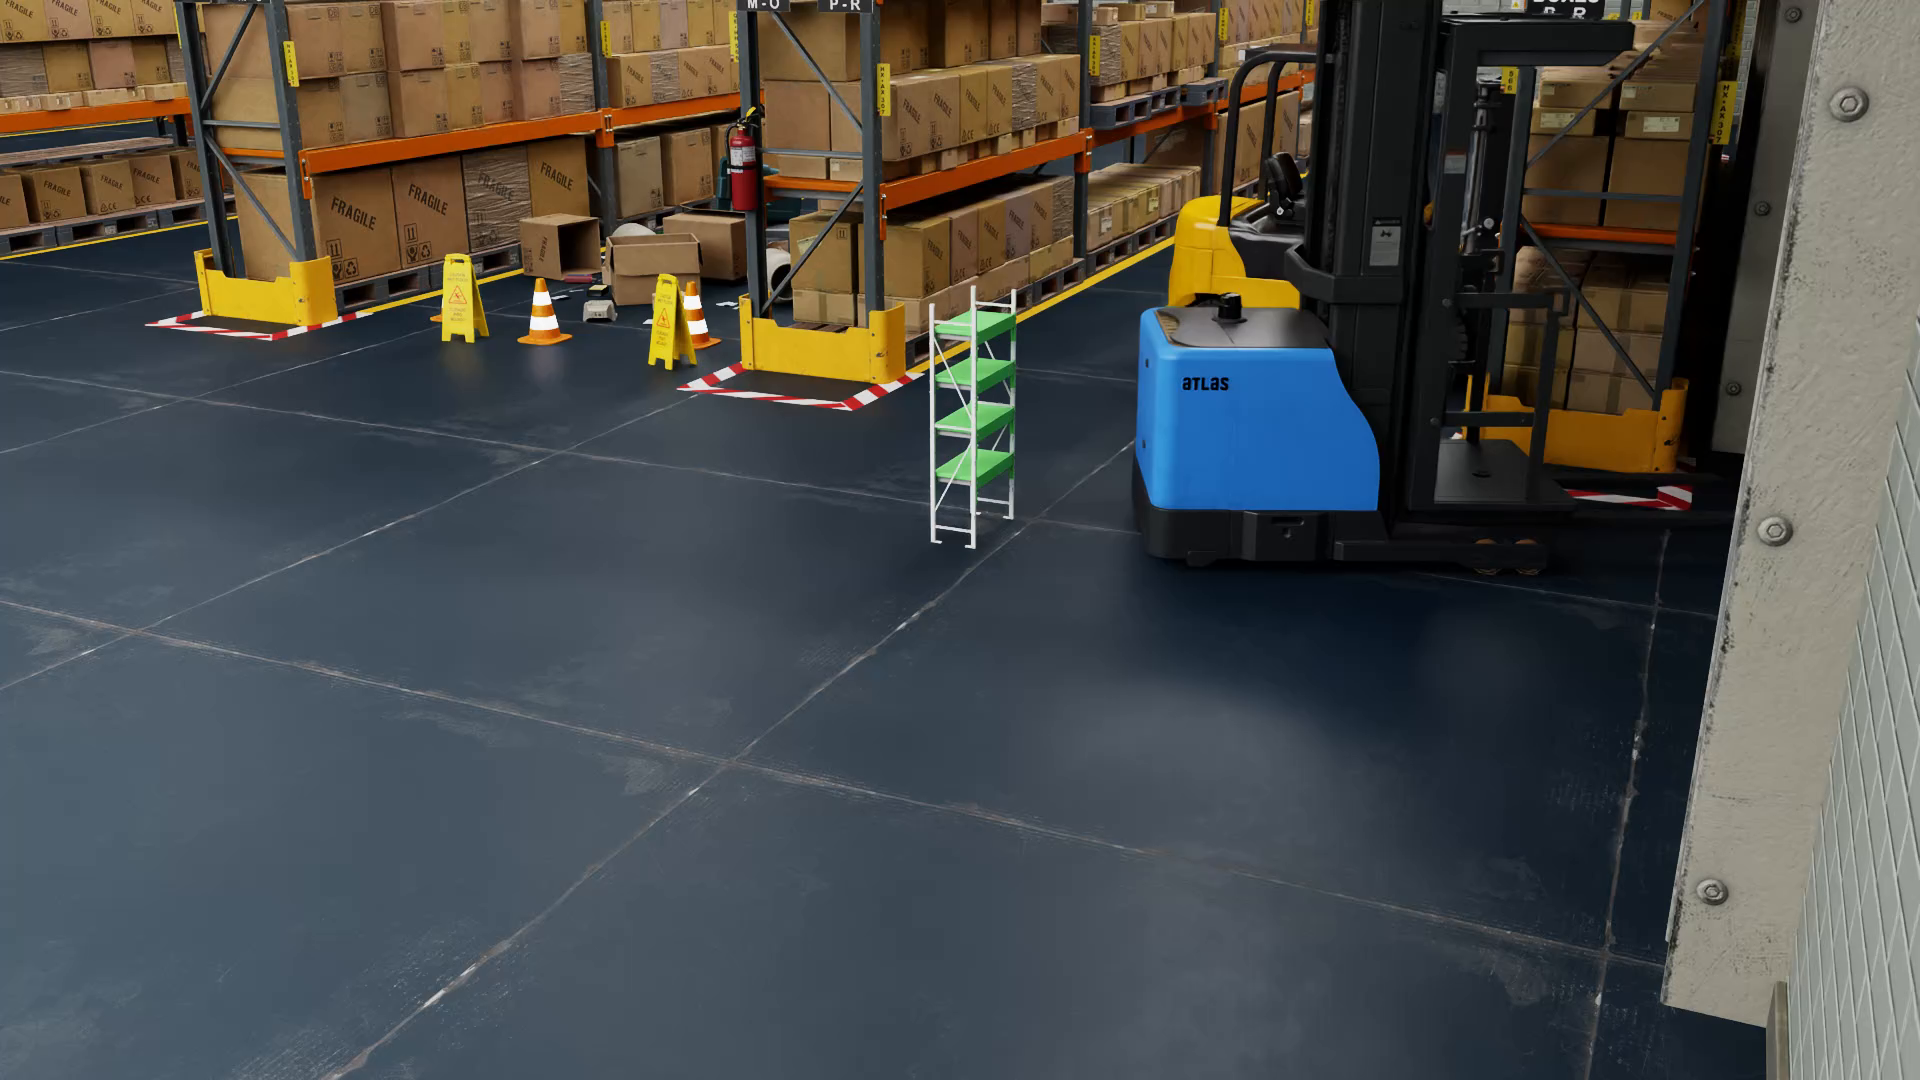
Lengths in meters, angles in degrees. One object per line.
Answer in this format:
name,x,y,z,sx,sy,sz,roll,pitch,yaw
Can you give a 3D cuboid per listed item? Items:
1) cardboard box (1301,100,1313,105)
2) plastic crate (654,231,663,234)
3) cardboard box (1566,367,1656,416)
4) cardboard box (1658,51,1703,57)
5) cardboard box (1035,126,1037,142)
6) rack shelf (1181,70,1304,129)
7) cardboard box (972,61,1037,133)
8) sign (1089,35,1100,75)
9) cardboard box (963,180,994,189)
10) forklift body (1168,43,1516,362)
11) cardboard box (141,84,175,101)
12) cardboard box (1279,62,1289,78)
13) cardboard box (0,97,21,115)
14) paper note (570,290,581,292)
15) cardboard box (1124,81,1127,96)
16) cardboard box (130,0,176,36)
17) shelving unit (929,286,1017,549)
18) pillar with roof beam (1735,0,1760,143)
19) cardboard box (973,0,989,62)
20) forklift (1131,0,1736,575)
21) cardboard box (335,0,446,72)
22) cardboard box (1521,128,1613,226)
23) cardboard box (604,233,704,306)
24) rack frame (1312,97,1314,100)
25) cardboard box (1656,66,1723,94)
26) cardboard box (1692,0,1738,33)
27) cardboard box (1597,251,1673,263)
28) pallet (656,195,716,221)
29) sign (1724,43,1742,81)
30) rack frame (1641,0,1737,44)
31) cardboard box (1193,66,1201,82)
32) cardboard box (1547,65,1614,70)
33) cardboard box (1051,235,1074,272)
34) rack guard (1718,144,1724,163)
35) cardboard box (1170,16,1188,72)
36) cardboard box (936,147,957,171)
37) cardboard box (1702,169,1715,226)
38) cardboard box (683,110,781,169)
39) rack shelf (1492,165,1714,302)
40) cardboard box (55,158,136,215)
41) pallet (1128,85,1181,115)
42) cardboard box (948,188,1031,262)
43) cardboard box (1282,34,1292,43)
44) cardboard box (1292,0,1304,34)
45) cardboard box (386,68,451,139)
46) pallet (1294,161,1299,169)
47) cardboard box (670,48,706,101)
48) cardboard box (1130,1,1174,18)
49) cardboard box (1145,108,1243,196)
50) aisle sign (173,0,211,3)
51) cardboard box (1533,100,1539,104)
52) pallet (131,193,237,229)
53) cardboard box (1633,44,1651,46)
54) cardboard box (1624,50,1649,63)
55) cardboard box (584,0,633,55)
cardboard box,5.381,-6.242,24.605,0.875,0.438,0.875,8,21,21
plastic crate,-2.787,-2.916,16.166,0.662,0.188,0.450,-14,14,-33
cardboard box,3.918,-0.922,9.924,0.500,0.250,0.500,9,21,23
cardboard box,5.181,-3.402,11.859,0.380,0.149,0.250,8,21,21
cardboard box,0.405,-3.320,13.565,0.380,0.149,0.250,8,21,22
rack shelf,3.104,-5.294,19.815,1.077,0.370,4.000,9,21,23
cardboard box,0.279,-3.499,13.099,0.500,0.500,0.500,9,22,24
sign,1.145,-4.134,14.189,0.100,0.325,0.005,9,21,23
cardboard box,-0.050,-2.746,13.934,0.500,0.500,0.500,9,22,25
forklift body,2.651,-2.326,11.663,2.313,2.155,1.214,9,21,23
cardboard box,-8.483,-4.699,17.443,0.380,0.149,0.250,9,21,23
cardboard box,3.759,-5.846,20.518,0.500,0.250,0.500,8,21,22
cardboard box,-9.270,-4.175,15.969,0.380,0.149,0.250,9,21,23
paper note,-3.317,-2.156,14.380,0.123,0.001,0.032,-14,24,-33
cardboard box,1.318,-4.176,15.346,0.380,0.149,0.250,10,22,26
cardboard box,-8.531,-5.489,17.203,0.500,0.500,0.500,9,21,23
shelving unit,0.068,-0.616,8.273,0.258,1.200,0.503,9,21,23
pillar with roof beam,8.089,-10.905,25.565,9.100,9.000,0.400,9,21,23
cardboard box,-0.191,-4.049,13.156,0.700,0.500,0.500,8,21,22
forklift,2.414,-1.395,7.879,3.031,2.935,1.130,0,20,1
cardboard box,-4.867,-4.245,13.957,0.875,0.550,0.550,9,21,23
cardboard box,3.500,-2.130,9.694,0.500,0.500,0.500,8,21,21
cardboard box,-2.582,-2.284,14.003,0.797,0.503,0.637,-5,20,-15
rack frame,5.561,-7.467,24.852,1.000,3.000,0.127,9,21,23
cardboard box,4.502,-2.845,10.292,0.380,0.149,0.250,8,21,21
cardboard box,9.305,-6.406,20.528,0.500,0.500,0.500,8,21,21
cardboard box,4.324,-1.695,10.606,0.500,0.250,0.500,8,21,22
pallet,-3.165,-3.754,18.572,1.003,0.211,1.213,9,21,23
sign,5.684,-3.488,12.254,0.100,0.325,0.005,9,21,23
rack frame,8.452,-5.564,19.501,1.000,3.000,0.127,9,21,23
cardboard box,2.259,-4.793,17.082,0.380,0.149,0.250,8,21,22
cardboard box,3.924,-2.931,10.536,0.380,0.149,0.250,9,21,24
cardboard box,0.650,-2.483,14.315,0.500,0.250,0.500,10,22,25
rack guard,10.059,-5.586,23.293,1.175,0.500,0.348,9,21,23
cardboard box,1.945,-4.916,16.457,0.500,0.500,0.500,7,21,19
cardboard box,-0.245,-2.753,11.972,0.380,0.149,0.250,9,21,24
cardboard box,7.243,-3.452,16.666,0.500,0.500,0.500,9,22,25
cardboard box,-2.604,-4.634,19.616,1.050,0.750,0.750,8,21,22
rack shelf,4.358,-2.168,11.026,1.077,0.370,4.000,9,21,23
cardboard box,-9.005,-3.685,17.321,0.500,0.500,0.500,7,21,18
pallet,1.511,-4.320,16.290,1.003,0.211,1.213,9,21,23
cardboard box,0.235,-2.525,13.312,0.500,0.500,0.500,10,22,26
cardboard box,3.766,-6.087,20.449,0.500,0.250,0.500,9,22,24
cardboard box,3.969,-6.591,20.748,0.500,0.500,0.500,9,22,24
cardboard box,-4.889,-3.740,14.147,0.875,0.550,0.550,9,21,23
pallet,3.675,-4.684,21.188,1.003,0.211,1.213,9,21,23
cardboard box,-3.037,-4.925,17.554,0.500,0.500,0.500,8,21,22
cardboard box,1.872,-5.173,16.214,0.380,0.149,0.250,7,21,20
cardboard box,2.643,-4.418,18.822,0.875,0.875,0.875,8,21,22
aisle sign,-5.851,-4.469,12.541,0.394,0.787,0.004,9,21,23
cardboard box,3.502,-2.475,9.698,0.380,0.149,0.250,9,21,24
pallet,-8.637,-3.635,18.236,1.003,0.211,1.213,9,21,23
cardboard box,6.307,-4.556,15.547,0.380,0.149,0.250,9,21,24
cardboard box,4.767,-3.460,12.023,0.380,0.149,0.250,9,21,24
cardboard box,-3.713,-5.118,16.604,0.700,0.500,0.500,8,21,22
